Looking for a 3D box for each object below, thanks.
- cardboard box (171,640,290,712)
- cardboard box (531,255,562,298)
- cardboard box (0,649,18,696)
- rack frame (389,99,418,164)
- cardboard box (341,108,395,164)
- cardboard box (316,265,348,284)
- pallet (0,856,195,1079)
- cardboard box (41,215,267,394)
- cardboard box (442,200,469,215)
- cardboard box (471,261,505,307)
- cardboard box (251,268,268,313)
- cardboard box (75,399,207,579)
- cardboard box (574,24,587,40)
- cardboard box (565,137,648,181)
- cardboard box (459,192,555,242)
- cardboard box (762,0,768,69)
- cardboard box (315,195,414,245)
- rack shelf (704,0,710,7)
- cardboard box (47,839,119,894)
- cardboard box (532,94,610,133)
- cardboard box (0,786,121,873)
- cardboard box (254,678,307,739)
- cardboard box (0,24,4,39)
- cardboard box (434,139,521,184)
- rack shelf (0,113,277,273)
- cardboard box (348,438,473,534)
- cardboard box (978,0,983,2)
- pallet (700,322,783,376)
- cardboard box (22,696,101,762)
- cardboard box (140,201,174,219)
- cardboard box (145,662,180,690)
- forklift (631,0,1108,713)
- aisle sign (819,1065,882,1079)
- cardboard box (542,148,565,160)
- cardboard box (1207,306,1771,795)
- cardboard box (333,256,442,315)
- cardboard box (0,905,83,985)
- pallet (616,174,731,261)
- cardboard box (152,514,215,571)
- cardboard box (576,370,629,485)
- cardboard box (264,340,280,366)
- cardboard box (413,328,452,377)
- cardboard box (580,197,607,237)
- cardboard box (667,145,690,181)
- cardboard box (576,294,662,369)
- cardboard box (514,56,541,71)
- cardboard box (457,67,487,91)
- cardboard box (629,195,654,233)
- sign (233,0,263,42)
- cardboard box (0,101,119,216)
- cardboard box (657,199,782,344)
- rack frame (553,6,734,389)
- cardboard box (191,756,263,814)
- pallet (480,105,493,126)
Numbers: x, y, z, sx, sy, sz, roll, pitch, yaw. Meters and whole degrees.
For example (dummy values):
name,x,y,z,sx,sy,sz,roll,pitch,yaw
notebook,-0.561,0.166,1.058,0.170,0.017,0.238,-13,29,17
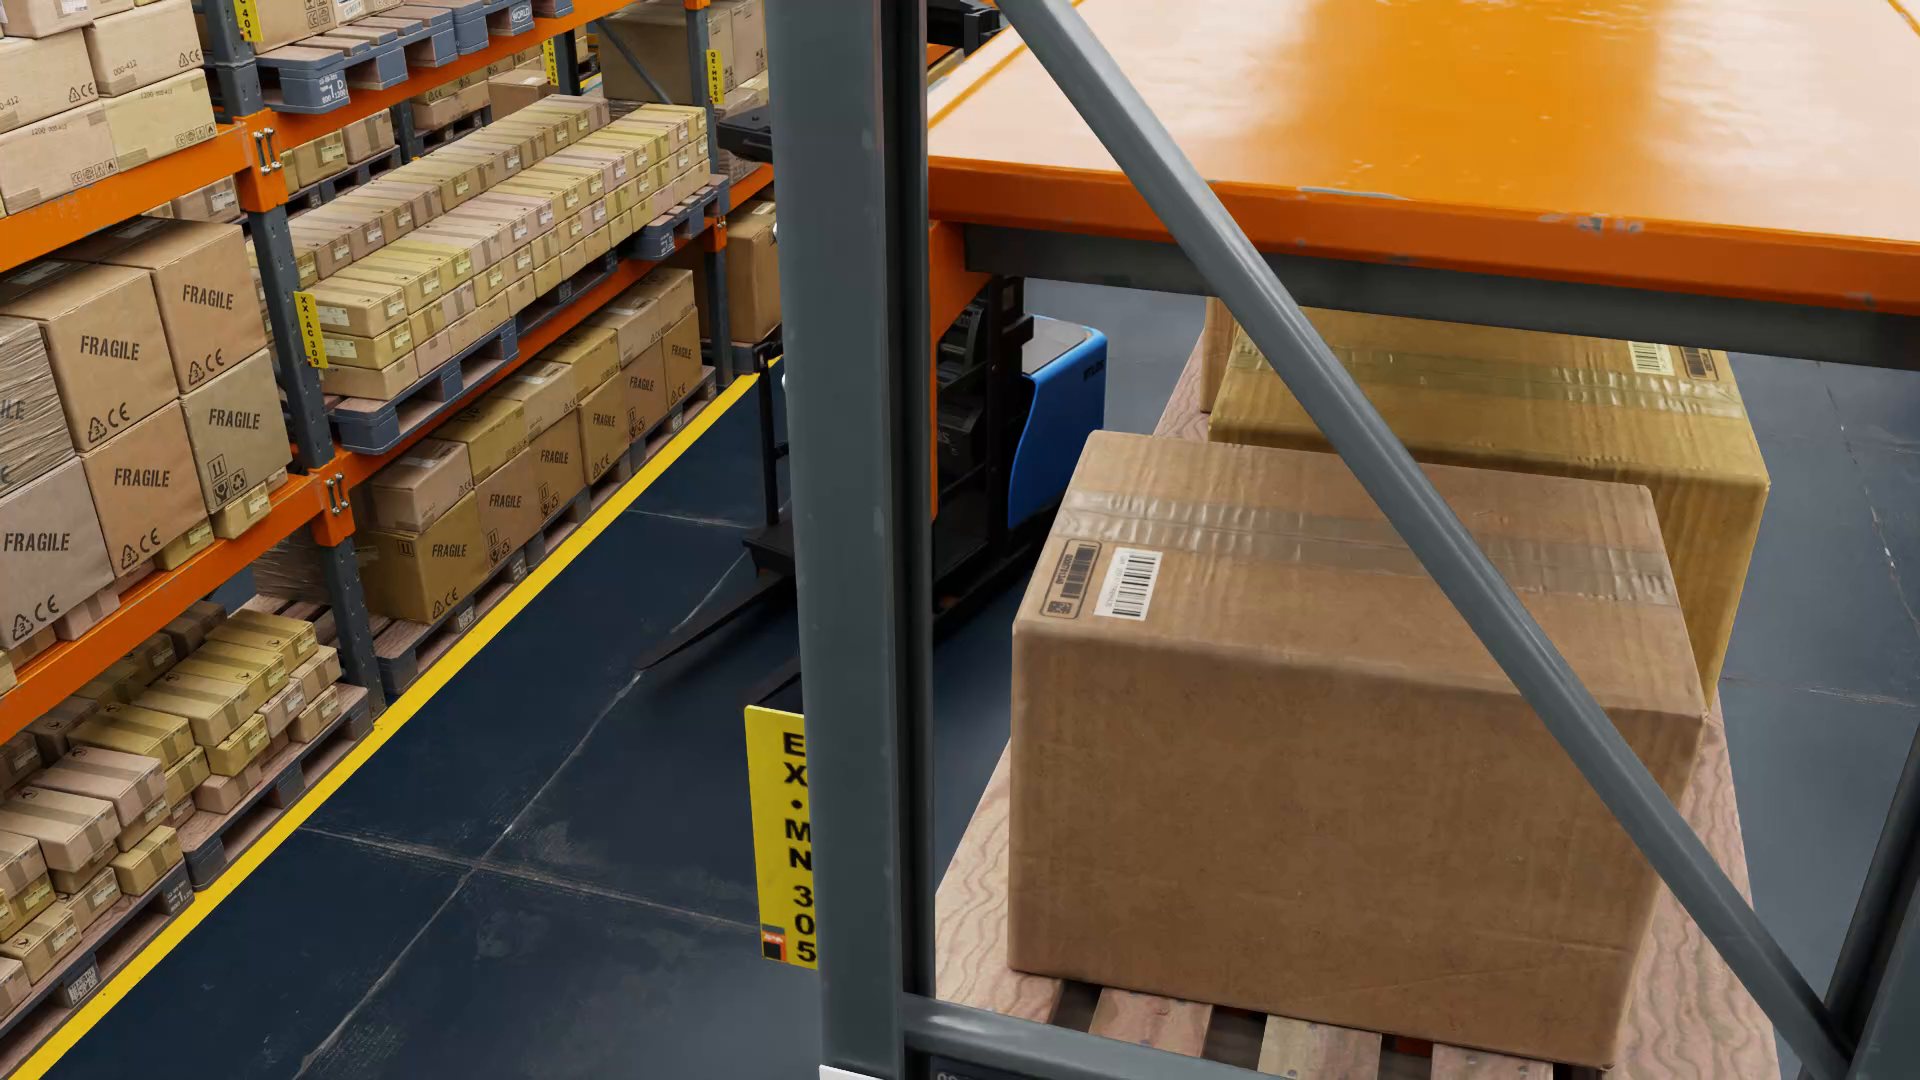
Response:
name,x,y,z,sx,sy,sz,roll,pitch,yaw
cardboard box,-3.078,0.574,7.021,0.380,0.149,0.250,9,30,15
cardboard box,-2.252,-1.354,8.425,0.380,0.149,0.250,8,30,14
cardboard box,-3.436,0.457,5.601,0.380,0.149,0.250,9,30,16
rack frame,-5.599,-4.933,15.031,1.000,3.000,0.127,8,30,15
cardboard box,-5.751,-3.724,15.129,0.950,0.372,0.625,9,30,16
cardboard box,-3.106,-1.210,7.859,0.380,0.149,0.250,10,31,17
pallet,-3.705,1.549,6.248,1.003,0.211,1.213,8,30,15
cardboard box,-3.065,-0.909,6.361,0.500,0.500,0.500,7,30,13
cardboard box,-2.797,-1.697,8.736,0.380,0.149,0.250,10,30,17
cardboard box,-2.405,-1.238,7.911,0.380,0.149,0.250,7,30,13
cardboard box,-3.254,-1.103,7.363,0.380,0.149,0.250,10,31,17
cardboard box,-3.211,-0.223,6.156,0.500,0.500,0.500,8,30,13
cardboard box,-4.411,-5.692,18.021,0.500,0.500,0.500,9,30,15
cardboard box,-1.945,-2.092,9.140,0.380,0.149,0.250,9,30,16
cardboard box,-2.252,-1.608,8.269,0.380,0.149,0.250,10,31,17
cardboard box,-1.574,-3.576,11.461,0.700,0.500,0.500,8,30,14
cardboard box,-2.946,-1.584,8.226,0.380,0.149,0.250,8,30,13
rack shelf,-1.424,-4.340,11.621,1.077,0.370,4.000,8,30,15
cardboard box,-3.425,1.169,6.258,0.380,0.149,0.250,7,30,12
cardboard box,-2.334,-2.559,9.979,0.380,0.149,0.250,9,30,15
cardboard box,-3.354,1.066,6.137,0.380,0.149,0.250,7,30,13
cardboard box,-3.042,0.696,7.108,0.380,0.149,0.250,7,30,12
cardboard box,-3.305,-1.660,5.293,0.380,0.149,0.250,10,30,17
cardboard box,-2.641,-2.073,9.106,0.380,0.149,0.250,10,31,17
rack shelf,-3.773,-0.622,4.938,1.077,0.370,4.000,8,30,15
cardboard box,-2.716,-0.280,8.036,0.500,0.250,0.500,7,30,13
cardboard box,-0.270,-5.265,15.475,0.875,0.550,0.500,8,30,15
pallet,-1.708,-1.551,11.822,1.003,0.211,1.213,8,30,15
cardboard box,-3.704,0.746,6.712,0.380,0.149,0.250,8,30,14
cardboard box,-6.598,-2.370,12.696,0.950,0.372,0.625,6,30,11
cardboard box,-3.586,0.630,7.226,0.380,0.149,0.250,9,30,15
forklift,-0.415,-1.021,8.070,1.130,2.935,3.031,18,34,29
aisle sign,0.044,0.913,1.849,0.394,0.787,0.004,8,30,15
cardboard box,-2.498,-2.171,9.588,0.380,0.149,0.250,8,30,13
cardboard box,0.734,-0.017,2.472,0.700,0.500,0.500,7,30,13
cardboard box,-2.554,-1.137,7.423,0.380,0.149,0.250,9,30,16
cardboard box,-3.459,1.447,6.063,0.380,0.149,0.250,9,30,15
pallet,-2.119,-1.984,9.928,1.213,0.211,1.003,8,30,15
cardboard box,-3.153,-0.028,6.474,0.380,0.149,0.250,10,31,17
cardboard box,-2.250,-0.673,9.514,0.500,0.500,0.500,7,30,13
cardboard box,-3.258,-0.842,7.504,0.380,0.149,0.250,8,30,14
cardboard box,-2.554,-0.876,7.566,0.380,0.149,0.250,9,30,16
cardboard box,-2.098,-1.724,8.783,0.380,0.149,0.250,9,30,16
cardboard box,-1.798,-2.199,9.638,0.380,0.149,0.250,10,31,17
cardboard box,-2.099,-1.242,9.764,0.500,0.250,0.500,9,30,16
cardboard box,-4.713,-4.876,17.326,0.500,0.250,0.500,7,30,13
cardboard box,-5.022,-4.728,16.289,0.500,0.500,0.500,10,31,17
cardboard box,-1.943,-1.843,9.304,0.380,0.149,0.250,8,30,14
sign,-2.664,-2.018,6.175,0.100,0.325,0.005,8,30,15
cardboard box,-3.229,-1.304,5.577,0.500,0.250,0.500,8,30,15
cardboard box,-1.747,-1.885,11.435,1.050,0.750,0.750,8,30,14
rack frame,-2.011,-2.414,10.504,1.000,3.000,0.127,8,30,15
cardboard box,-3.147,0.979,6.906,0.380,0.149,0.250,7,30,13
pallet,-5.079,-4.600,17.302,1.003,0.211,1.213,8,30,15
